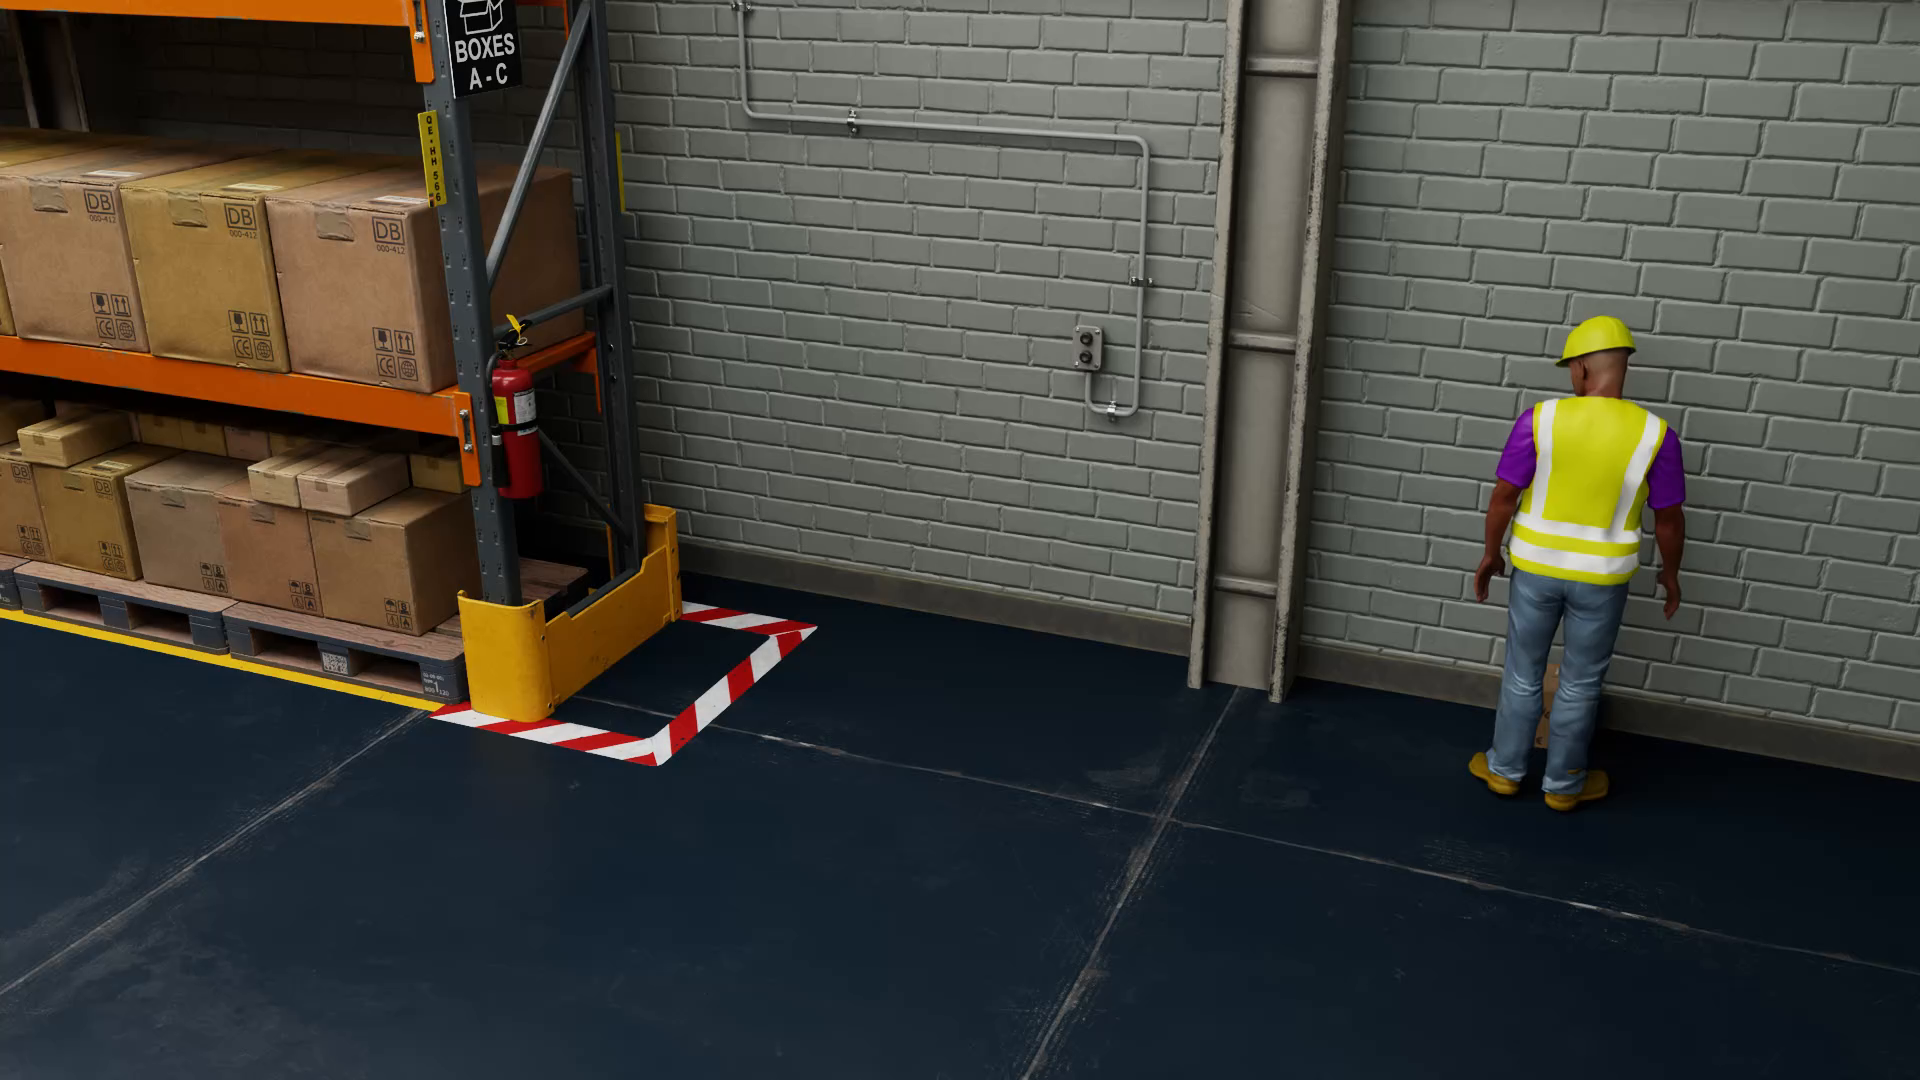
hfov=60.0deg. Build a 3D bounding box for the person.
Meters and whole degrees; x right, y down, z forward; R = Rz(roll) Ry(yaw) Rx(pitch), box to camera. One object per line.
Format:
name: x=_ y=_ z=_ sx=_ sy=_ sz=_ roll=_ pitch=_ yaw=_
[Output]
person: x=2.148 y=0.114 z=5.771 sx=0.669 sy=1.782 sz=0.385 roll=10 pitch=24 yaw=23
